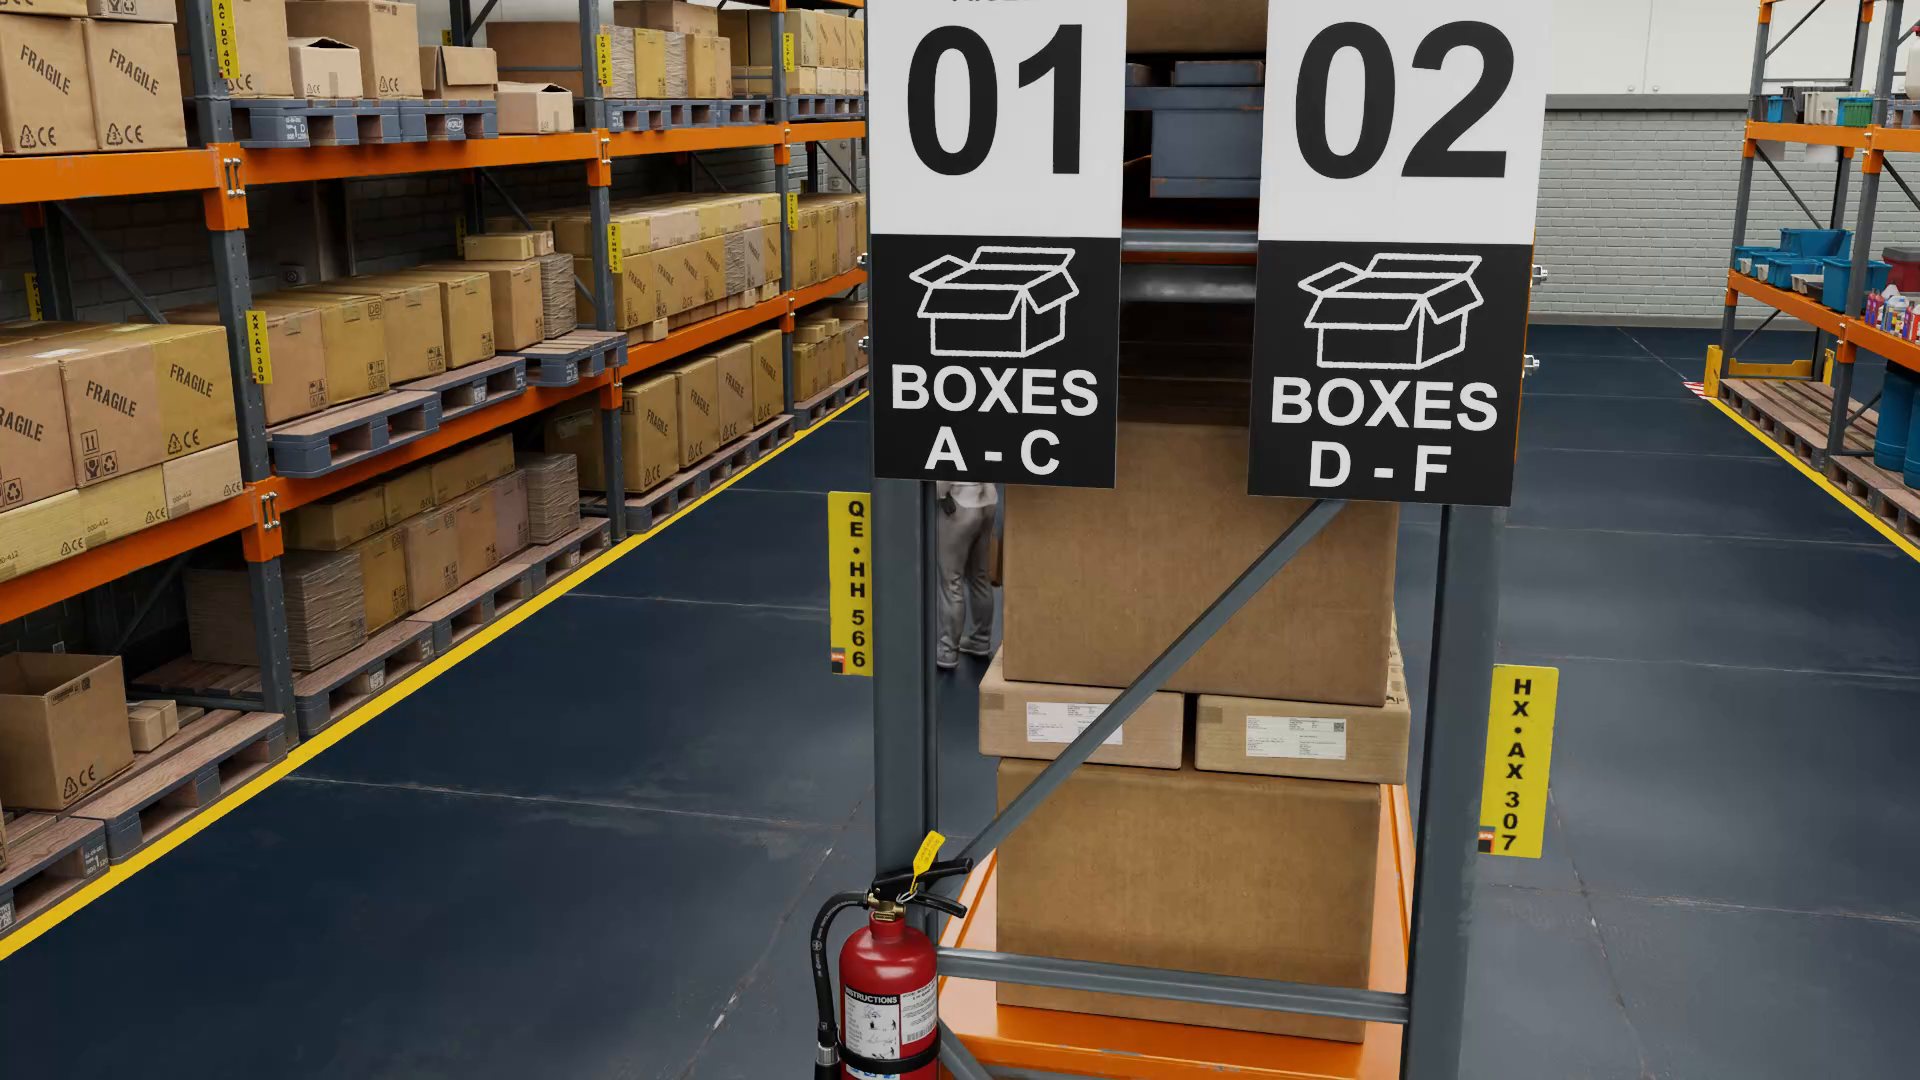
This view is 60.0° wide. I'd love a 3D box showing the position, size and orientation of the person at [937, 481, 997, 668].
[{"bbox_3d":[0.001,-0.150,8.960,0.415,1.697,0.534,7,16,26],"label":"person"}]
